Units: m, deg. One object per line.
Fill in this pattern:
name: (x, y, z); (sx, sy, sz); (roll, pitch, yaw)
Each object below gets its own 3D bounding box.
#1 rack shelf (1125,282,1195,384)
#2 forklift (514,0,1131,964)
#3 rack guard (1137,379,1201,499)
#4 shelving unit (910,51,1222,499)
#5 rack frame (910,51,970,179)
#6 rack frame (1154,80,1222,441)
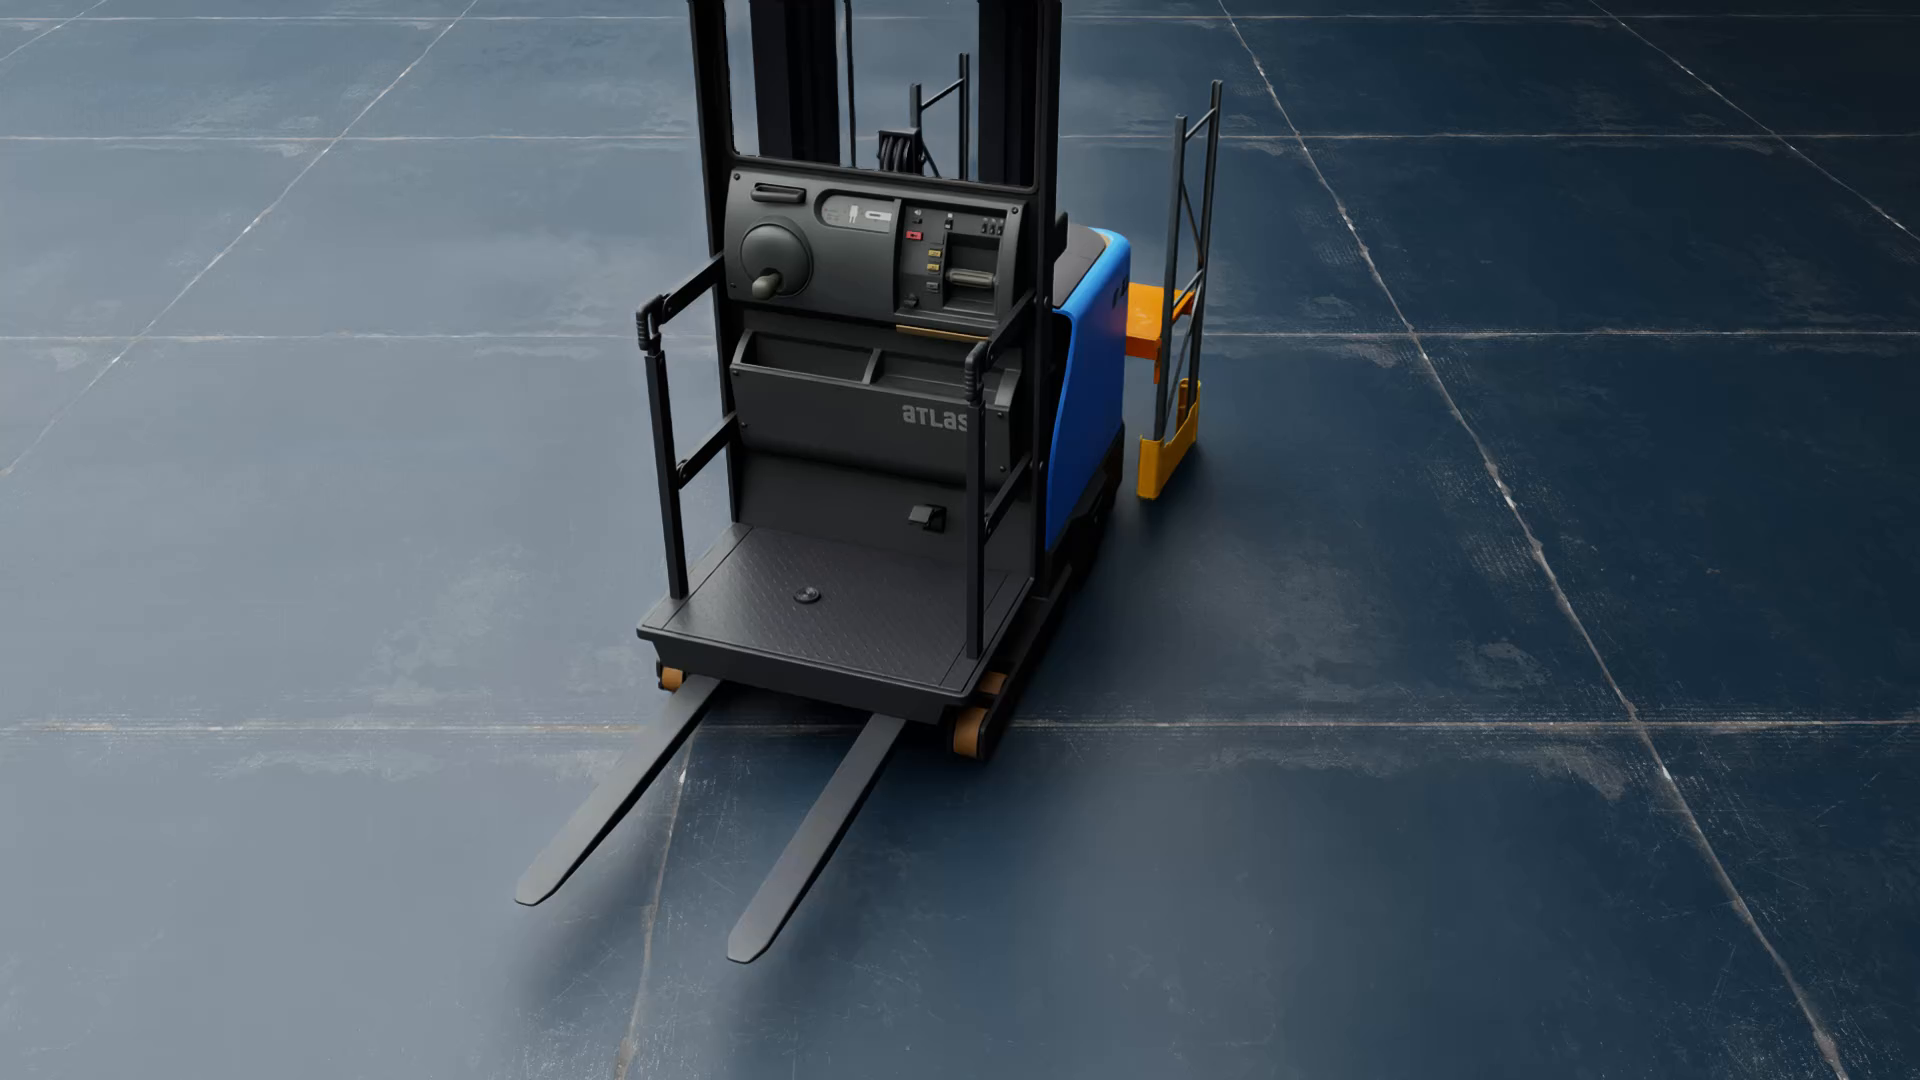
rack shelf: (0.394, -0.895, 6.626); (1.000, 0.185, 0.538); (13, 33, 20)
forklift: (-0.335, -0.816, 4.770); (1.130, 2.935, 3.031); (10, 33, 16)
rack guard: (0.843, -0.414, 6.691); (0.087, 0.250, 0.587); (13, 33, 20)
shelving unit: (0.386, -1.050, 6.535); (1.083, 1.500, 0.587); (13, 33, 20)
rack frame: (-0.073, -1.153, 6.704); (0.032, 1.500, 0.500); (13, 33, 20)
rack frame: (0.861, -0.944, 6.361); (0.032, 1.500, 0.500); (13, 33, 20)
